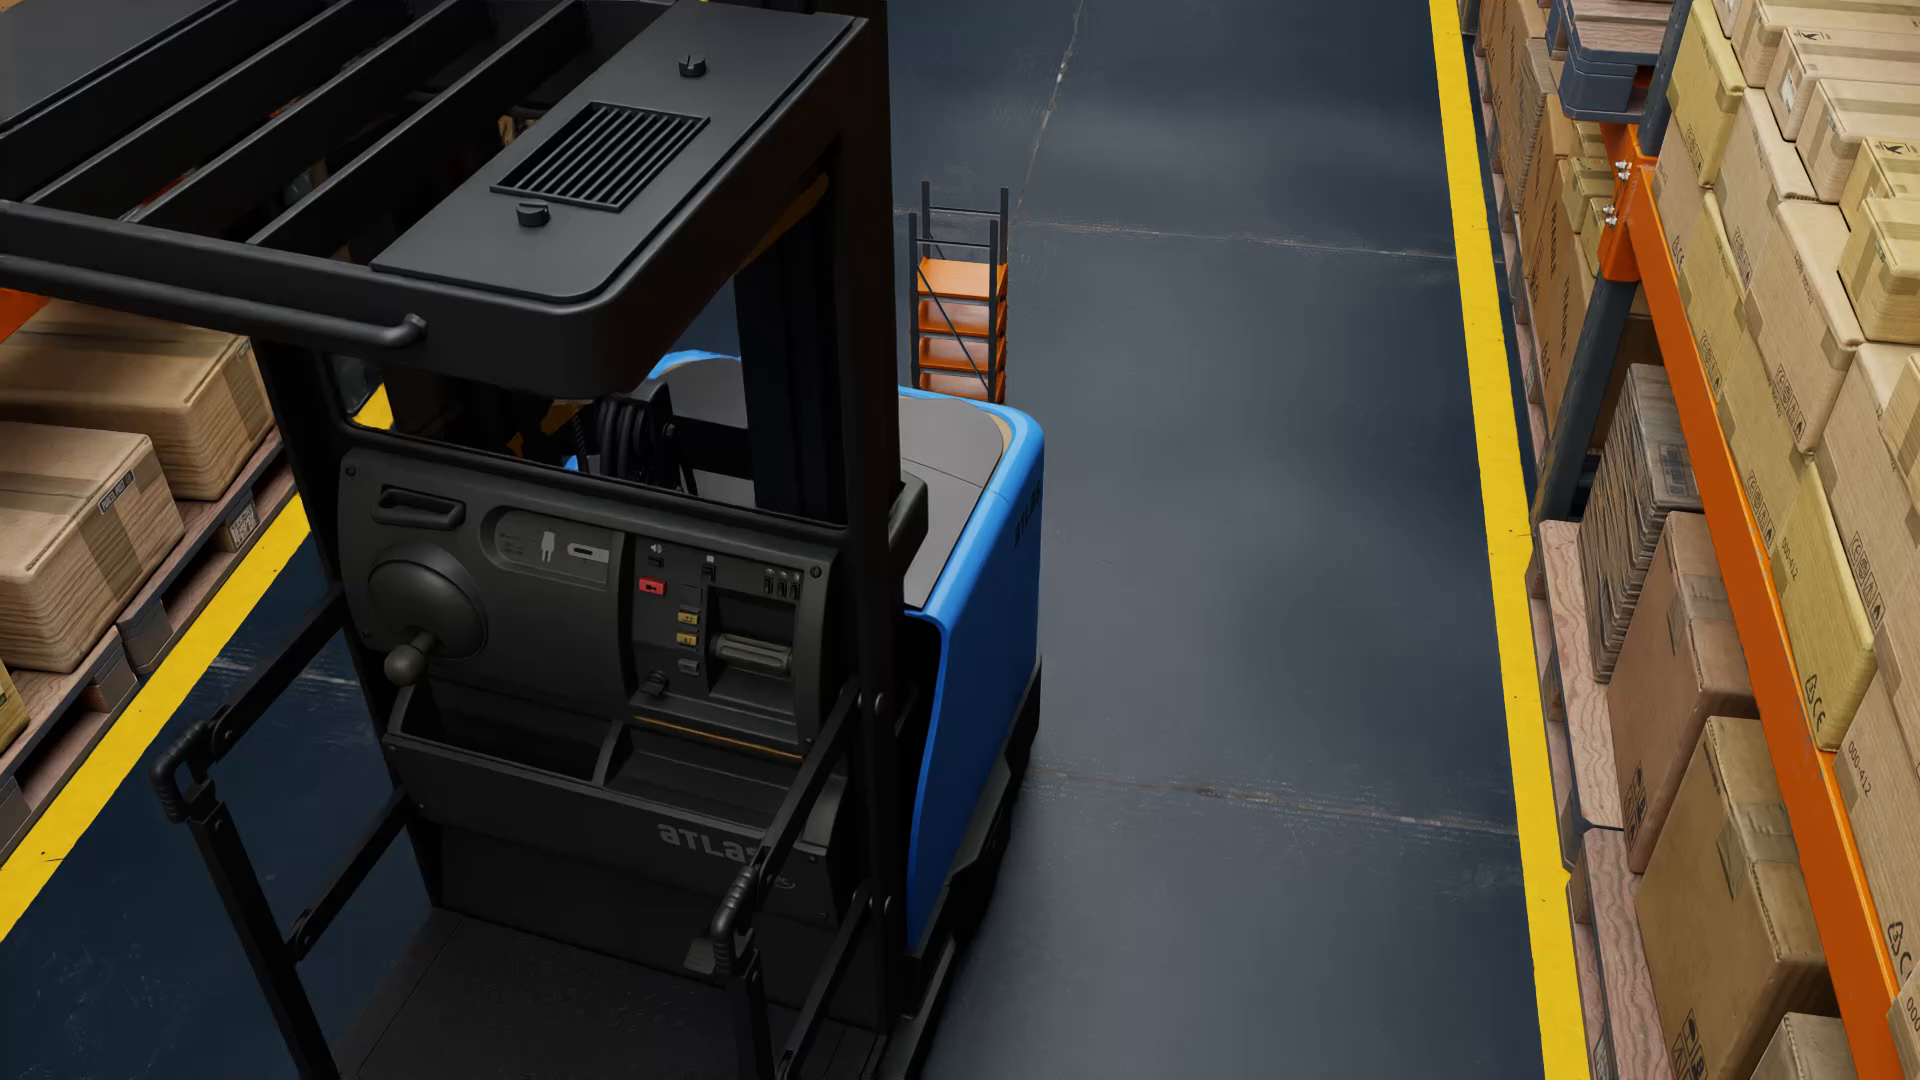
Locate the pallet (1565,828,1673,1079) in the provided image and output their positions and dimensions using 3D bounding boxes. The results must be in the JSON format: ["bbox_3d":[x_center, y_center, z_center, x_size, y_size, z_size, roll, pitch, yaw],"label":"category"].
[{"bbox_3d":[1.916,1.212,3.619,1.003,0.211,1.213,6,40,8],"label":"pallet"}]

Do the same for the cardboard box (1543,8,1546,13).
[{"bbox_3d":[2.559,-2.231,6.717,0.380,0.149,0.250,6,40,8],"label":"cardboard box"}]

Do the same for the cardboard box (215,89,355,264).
[{"bbox_3d":[-2.378,-1.451,5.989,0.875,0.875,0.875,6,40,7],"label":"cardboard box"}]

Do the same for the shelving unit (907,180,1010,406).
[{"bbox_3d":[-0.003,-0.453,4.857,0.258,1.200,0.189,6,40,8],"label":"shelving unit"}]

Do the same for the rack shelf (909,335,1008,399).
[{"bbox_3d":[-0.003,-0.512,4.809,0.258,0.103,0.180,6,40,8],"label":"rack shelf"}]

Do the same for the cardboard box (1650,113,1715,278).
[{"bbox_3d":[1.993,-0.829,4.017,0.500,0.250,0.500,7,40,8],"label":"cardboard box"}]

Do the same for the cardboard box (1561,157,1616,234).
[{"bbox_3d":[2.163,-1.100,5.349,0.380,0.149,0.250,4,40,5],"label":"cardboard box"}]

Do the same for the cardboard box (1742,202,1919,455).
[{"bbox_3d":[1.796,-0.382,3.083,0.500,0.250,0.500,5,40,7],"label":"cardboard box"}]

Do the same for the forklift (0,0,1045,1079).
[{"bbox_3d":[-0.726,0.190,2.720,1.130,2.935,3.031,12,41,14],"label":"forklift"}]

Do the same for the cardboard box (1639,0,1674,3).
[{"bbox_3d":[2.046,-1.658,4.769,0.380,0.149,0.250,7,40,8],"label":"cardboard box"}]

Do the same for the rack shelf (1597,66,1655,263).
[{"bbox_3d":[2.656,-2.117,6.021,1.077,0.370,4.000,6,40,8],"label":"rack shelf"}]

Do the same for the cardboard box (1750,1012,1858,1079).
[{"bbox_3d":[1.839,1.310,2.845,0.875,0.625,0.625,6,40,7],"label":"cardboard box"}]

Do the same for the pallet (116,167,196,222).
[{"bbox_3d":[-2.598,-1.151,4.438,1.213,0.211,1.003,6,40,8],"label":"pallet"}]

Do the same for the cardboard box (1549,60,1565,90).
[{"bbox_3d":[2.403,-1.754,6.141,0.380,0.149,0.250,5,40,6],"label":"cardboard box"}]

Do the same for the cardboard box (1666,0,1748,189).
[{"bbox_3d":[1.968,-1.025,3.861,0.500,0.250,0.500,6,40,8],"label":"cardboard box"}]

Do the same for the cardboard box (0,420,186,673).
[{"bbox_3d":[-2.807,-0.015,4.647,0.950,0.372,0.625,6,40,7],"label":"cardboard box"}]

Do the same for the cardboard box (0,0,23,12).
[{"bbox_3d":[-2.463,-1.357,3.896,0.500,0.500,0.500,6,40,7],"label":"cardboard box"}]

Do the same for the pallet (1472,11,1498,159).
[{"bbox_3d":[2.899,-2.060,7.576,1.003,0.211,1.213,6,40,8],"label":"pallet"}]

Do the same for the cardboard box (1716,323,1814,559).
[{"bbox_3d":[1.818,-0.190,3.244,0.500,0.250,0.500,5,40,6],"label":"cardboard box"}]

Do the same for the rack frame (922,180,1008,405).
[{"bbox_3d":[0.013,-0.511,4.926,0.240,1.200,0.006,6,40,8],"label":"rack frame"}]

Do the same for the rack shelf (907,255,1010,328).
[{"bbox_3d":[-0.003,-0.697,4.656,0.258,0.103,0.180,6,40,8],"label":"rack shelf"}]

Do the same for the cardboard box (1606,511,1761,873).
[{"bbox_3d":[2.083,0.415,3.927,0.875,0.625,0.625,8,40,9],"label":"cardboard box"}]

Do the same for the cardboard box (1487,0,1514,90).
[{"bbox_3d":[2.614,-2.234,7.230,0.500,0.500,0.500,6,40,7],"label":"cardboard box"}]

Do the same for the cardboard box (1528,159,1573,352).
[{"bbox_3d":[2.268,-0.939,5.664,0.500,0.500,0.500,6,40,7],"label":"cardboard box"}]

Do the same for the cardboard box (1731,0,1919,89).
[{"bbox_3d":[1.920,-1.092,3.629,0.380,0.149,0.250,7,40,9],"label":"cardboard box"}]

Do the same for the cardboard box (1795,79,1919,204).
[{"bbox_3d":[1.868,-0.763,3.231,0.380,0.149,0.250,7,40,8],"label":"cardboard box"}]

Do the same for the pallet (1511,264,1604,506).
[{"bbox_3d":[2.476,-0.528,5.724,1.003,0.211,1.213,6,40,8],"label":"pallet"}]

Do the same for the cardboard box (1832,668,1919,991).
[{"bbox_3d":[1.645,0.460,2.457,0.500,0.250,0.500,7,40,8],"label":"cardboard box"}]

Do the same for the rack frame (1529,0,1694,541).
[{"bbox_3d":[2.310,-1.139,4.273,1.000,3.000,0.127,6,40,8],"label":"rack frame"}]

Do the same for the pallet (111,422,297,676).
[{"bbox_3d":[-2.716,-0.119,5.228,1.003,0.211,1.213,6,40,8],"label":"pallet"}]

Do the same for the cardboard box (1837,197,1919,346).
[{"bbox_3d":[1.752,-0.449,2.851,0.380,0.149,0.250,7,40,9],"label":"cardboard box"}]

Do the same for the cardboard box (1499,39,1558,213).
[{"bbox_3d":[2.428,-1.596,6.458,0.500,0.500,0.500,5,40,6],"label":"cardboard box"}]

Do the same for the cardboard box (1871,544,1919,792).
[{"bbox_3d":[1.627,0.257,2.311,0.500,0.250,0.500,7,40,9],"label":"cardboard box"}]

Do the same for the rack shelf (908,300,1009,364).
[{"bbox_3d":[-0.003,-0.604,4.732,0.258,0.103,0.180,6,40,8],"label":"rack shelf"}]

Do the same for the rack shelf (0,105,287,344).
[{"bbox_3d":[-2.926,-0.151,3.644,1.077,0.370,4.000,6,40,8],"label":"rack shelf"}]

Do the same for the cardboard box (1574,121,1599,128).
[{"bbox_3d":[2.342,-1.421,5.738,0.380,0.149,0.250,8,40,9],"label":"cardboard box"}]

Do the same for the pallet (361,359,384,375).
[{"bbox_3d":[-2.369,-1.096,6.409,1.003,0.211,1.213,6,40,8],"label":"pallet"}]
